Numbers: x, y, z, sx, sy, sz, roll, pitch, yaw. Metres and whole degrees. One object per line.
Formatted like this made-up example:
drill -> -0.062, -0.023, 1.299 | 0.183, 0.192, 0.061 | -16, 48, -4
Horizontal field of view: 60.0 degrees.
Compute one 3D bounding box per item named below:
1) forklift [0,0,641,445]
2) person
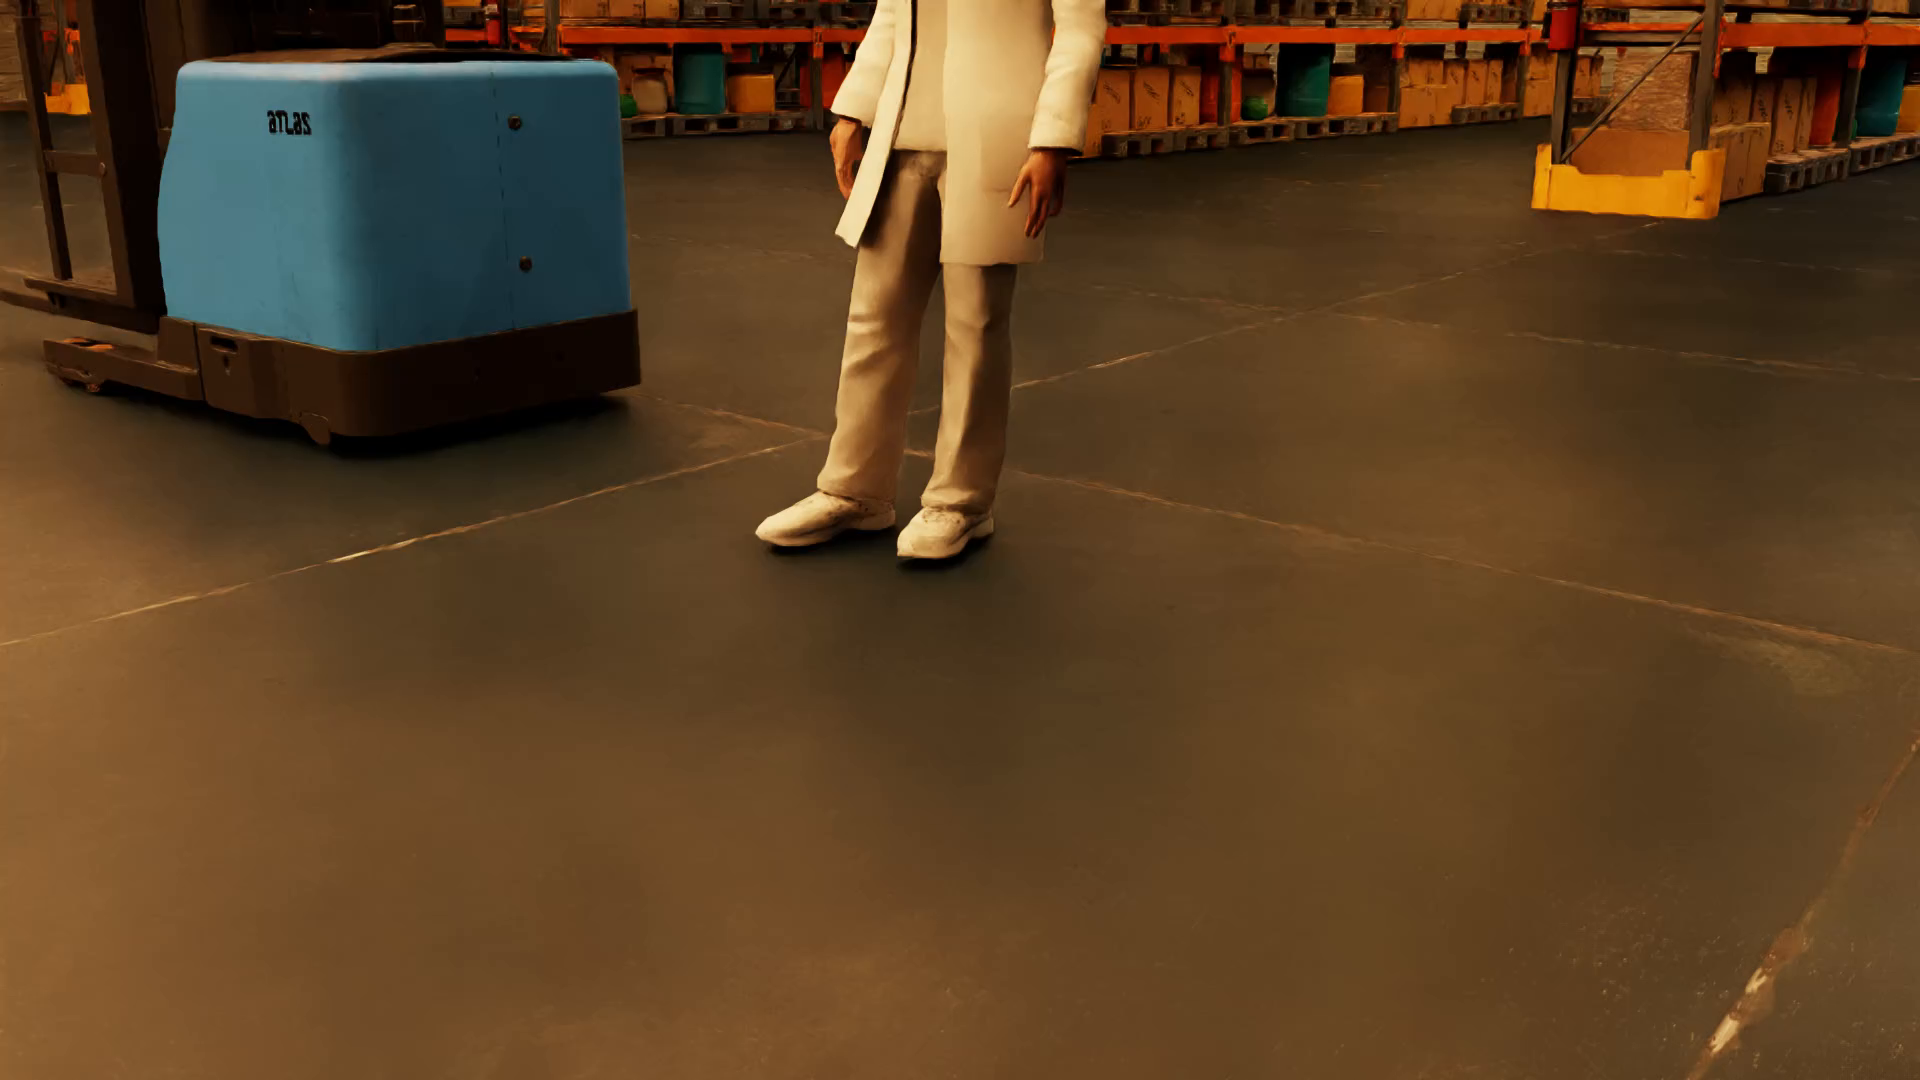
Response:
forklift -> -2.497, -2.000, 5.483 | 3.031, 2.935, 1.130 | 13, 21, 37
person -> -0.062, -0.838, 3.617 | 0.694, 1.776, 0.579 | 13, 21, 37
